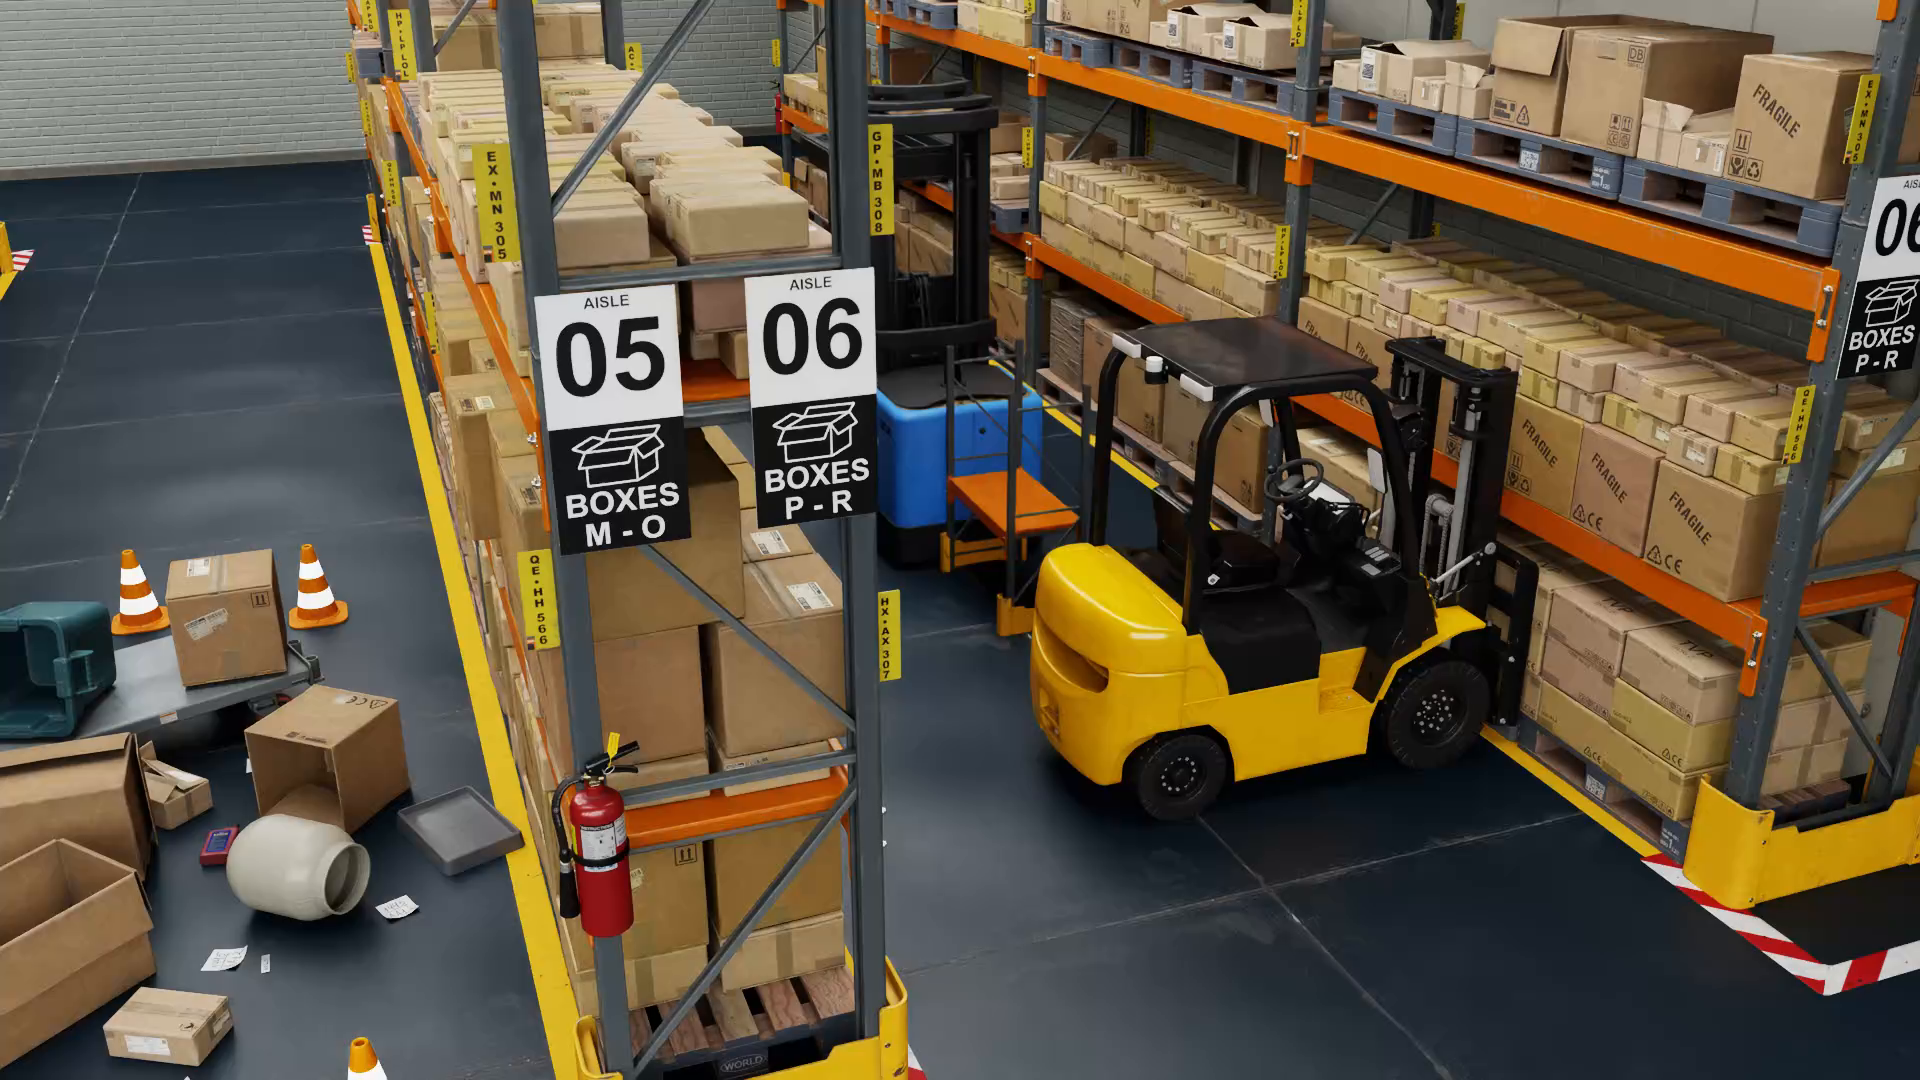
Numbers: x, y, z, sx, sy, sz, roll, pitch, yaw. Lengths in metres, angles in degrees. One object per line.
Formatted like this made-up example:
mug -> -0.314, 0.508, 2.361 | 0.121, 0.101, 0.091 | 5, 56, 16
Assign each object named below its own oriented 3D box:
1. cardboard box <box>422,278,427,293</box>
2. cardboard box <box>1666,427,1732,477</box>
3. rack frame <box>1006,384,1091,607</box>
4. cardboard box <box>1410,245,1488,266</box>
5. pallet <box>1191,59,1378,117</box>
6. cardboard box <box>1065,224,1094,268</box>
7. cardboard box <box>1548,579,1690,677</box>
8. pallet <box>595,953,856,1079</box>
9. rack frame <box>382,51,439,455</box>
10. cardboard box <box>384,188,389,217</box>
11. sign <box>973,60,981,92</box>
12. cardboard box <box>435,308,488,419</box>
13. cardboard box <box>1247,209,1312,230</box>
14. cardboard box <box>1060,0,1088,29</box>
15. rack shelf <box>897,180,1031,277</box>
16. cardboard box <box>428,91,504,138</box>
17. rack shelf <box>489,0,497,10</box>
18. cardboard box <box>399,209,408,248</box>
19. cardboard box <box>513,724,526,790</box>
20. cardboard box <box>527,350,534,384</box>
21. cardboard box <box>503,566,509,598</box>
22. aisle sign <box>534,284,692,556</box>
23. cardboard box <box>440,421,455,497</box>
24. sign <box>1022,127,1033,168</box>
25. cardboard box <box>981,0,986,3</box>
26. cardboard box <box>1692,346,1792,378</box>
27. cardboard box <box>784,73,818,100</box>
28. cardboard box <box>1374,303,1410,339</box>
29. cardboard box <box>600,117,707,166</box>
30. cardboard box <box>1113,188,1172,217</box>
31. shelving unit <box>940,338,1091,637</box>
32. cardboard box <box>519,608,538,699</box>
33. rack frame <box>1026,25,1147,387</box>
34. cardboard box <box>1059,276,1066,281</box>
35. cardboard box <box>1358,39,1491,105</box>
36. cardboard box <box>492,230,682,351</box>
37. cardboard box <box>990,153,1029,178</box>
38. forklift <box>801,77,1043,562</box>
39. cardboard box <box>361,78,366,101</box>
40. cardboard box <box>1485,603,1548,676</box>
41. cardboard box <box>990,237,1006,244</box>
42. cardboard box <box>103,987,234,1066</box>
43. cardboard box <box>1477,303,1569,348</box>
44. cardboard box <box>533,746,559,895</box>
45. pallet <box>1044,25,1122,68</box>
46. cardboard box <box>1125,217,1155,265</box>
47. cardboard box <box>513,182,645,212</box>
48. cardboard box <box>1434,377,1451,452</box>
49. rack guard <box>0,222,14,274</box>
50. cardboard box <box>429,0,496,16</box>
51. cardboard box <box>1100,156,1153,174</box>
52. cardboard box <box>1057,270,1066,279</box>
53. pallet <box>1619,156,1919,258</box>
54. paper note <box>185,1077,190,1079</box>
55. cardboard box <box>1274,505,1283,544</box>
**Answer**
cardboard box -> -3.439, -1.731, 11.279 | 0.380, 0.149, 0.250 | -8, 24, -19
cardboard box -> 3.387, -0.410, 7.397 | 0.380, 0.149, 0.250 | -8, 24, -18
rack frame -> 0.510, -0.160, 9.698 | 0.500, 1.500, 0.032 | -8, 24, -19
cardboard box -> 2.921, -1.653, 9.962 | 0.380, 0.149, 0.250 | -9, 24, -20
pallet -> 2.152, -2.955, 10.783 | 0.805, 0.209, 1.217 | -9, 25, -21
cardboard box -> 1.164, -2.348, 13.152 | 0.500, 0.250, 0.500 | -9, 24, -20
cardboard box -> 3.249, 0.415, 8.116 | 0.500, 0.250, 0.500 | -8, 24, -18
pallet -> -1.034, 1.751, 6.824 | 1.003, 0.211, 1.213 | -8, 24, -19
rack frame -> -3.579, -2.113, 12.402 | 1.000, 3.000, 0.127 | -8, 24, -19
cardboard box -> -4.733, -2.925, 14.521 | 0.500, 0.250, 0.500 | -9, 24, -19
sign -> 0.168, -4.860, 17.428 | 0.100, 0.325, 0.005 | -8, 24, -19
cardboard box -> -1.902, -0.739, 7.343 | 0.700, 0.500, 0.500 | -9, 24, -20
cardboard box -> 2.246, -2.224, 11.700 | 0.380, 0.149, 0.250 | -8, 24, -19
cardboard box -> 1.091, -4.167, 12.614 | 0.500, 0.500, 0.500 | -8, 24, -19
rack shelf -> 0.357, -3.191, 15.884 | 1.077, 0.370, 4.000 | -8, 24, -19
cardboard box -> -2.088, -1.848, 7.206 | 0.380, 0.149, 0.250 | -9, 24, -19
rack shelf -> -1.460, -2.364, 6.204 | 1.077, 0.370, 4.000 | -8, 24, -19
cardboard box -> -3.988, -2.416, 12.668 | 0.500, 0.250, 0.500 | -8, 24, -19
cardboard box -> -1.821, 1.050, 7.896 | 0.500, 0.250, 0.500 | -9, 24, -20
cardboard box -> -1.141, -0.564, 5.188 | 0.380, 0.149, 0.250 | -8, 24, -19
cardboard box -> -1.797, 0.168, 7.312 | 0.380, 0.149, 0.250 | -8, 24, -19
aisle sign -> -1.003, -0.342, 4.852 | 0.394, 0.787, 0.004 | -8, 24, -19
cardboard box -> -3.121, -0.622, 11.706 | 0.950, 0.372, 0.625 | -9, 24, -20
sign -> 0.559, -3.215, 13.626 | 0.100, 0.325, 0.005 | -8, 24, -19
cardboard box -> 0.400, -4.766, 14.513 | 0.380, 0.149, 0.250 | -8, 24, -19
cardboard box -> 3.730, -0.808, 7.958 | 0.380, 0.149, 0.250 | -8, 24, -19
cardboard box -> -1.855, -5.568, 20.410 | 0.500, 0.250, 0.500 | -8, 24, -19
cardboard box -> 2.571, -1.251, 9.391 | 0.380, 0.149, 0.250 | -8, 24, -18
cardboard box -> -1.196, -1.555, 6.511 | 0.380, 0.149, 0.250 | -8, 24, -18
cardboard box -> 1.366, -2.517, 12.395 | 0.380, 0.149, 0.250 | -8, 24, -18
shelving unit -> 0.329, -0.348, 10.145 | 0.587, 1.500, 1.083 | -8, 24, -19
cardboard box -> -1.375, 0.269, 6.239 | 0.500, 0.500, 0.500 | -8, 24, -19
rack frame -> 1.063, -2.796, 14.021 | 1.000, 3.000, 0.127 | -8, 24, -19
cardboard box -> 1.022, -2.210, 15.308 | 0.500, 0.500, 0.500 | -8, 24, -19
cardboard box -> 2.542, -2.587, 9.110 | 0.500, 0.311, 0.500 | -8, 24, -18
cardboard box -> -1.186, -0.805, 5.247 | 0.500, 0.250, 0.500 | -9, 24, -20
cardboard box -> 0.388, -3.259, 14.772 | 0.500, 0.250, 0.500 | -10, 25, -21
forklift -> -0.438, -1.749, 11.626 | 1.130, 2.935, 3.031 | -8, 24, -19
cardboard box -> -5.778, -4.576, 16.829 | 0.500, 0.500, 0.500 | -8, 24, -18
cardboard box -> 3.056, 0.452, 8.671 | 0.500, 0.250, 0.500 | -9, 24, -20
cardboard box -> 0.209, -2.766, 15.794 | 0.380, 0.149, 0.250 | -10, 25, -22
cardboard box -> -3.106, 1.909, 6.530 | 0.380, 0.149, 0.250 | 4, 23, 9
cardboard box -> 2.945, -1.122, 8.704 | 0.380, 0.149, 0.250 | -8, 24, -19
cardboard box -> -1.468, 1.077, 6.866 | 0.500, 0.500, 0.500 | -7, 24, -17
pallet -> 1.386, -3.856, 12.919 | 1.213, 0.211, 1.003 | -7, 24, -17
cardboard box -> 1.539, -2.205, 12.169 | 0.500, 0.250, 0.500 | -8, 24, -18
cardboard box -> -1.204, -1.022, 5.247 | 0.380, 0.149, 0.250 | -8, 24, -18
cardboard box -> 2.768, -0.820, 9.206 | 0.500, 0.500, 0.500 | -9, 24, -20
rack guard -> -10.974, -3.125, 18.020 | 1.175, 0.500, 0.348 | -8, 24, -19
cardboard box -> -2.871, -2.958, 9.552 | 0.500, 0.250, 0.500 | -8, 24, -18
cardboard box -> 1.367, -3.050, 13.661 | 0.380, 0.149, 0.250 | -8, 24, -17
cardboard box -> 1.102, -2.469, 15.087 | 0.380, 0.149, 0.250 | -8, 24, -17
pallet -> 3.664, -1.491, 7.176 | 1.003, 0.211, 1.213 | -8, 24, -19
paper note -> -2.949, 2.091, 6.248 | 0.148, 0.019, 0.142 | -18, 29, -37
cardboard box -> 2.337, -0.047, 10.500 | 0.500, 0.250, 0.500 | -8, 24, -18
